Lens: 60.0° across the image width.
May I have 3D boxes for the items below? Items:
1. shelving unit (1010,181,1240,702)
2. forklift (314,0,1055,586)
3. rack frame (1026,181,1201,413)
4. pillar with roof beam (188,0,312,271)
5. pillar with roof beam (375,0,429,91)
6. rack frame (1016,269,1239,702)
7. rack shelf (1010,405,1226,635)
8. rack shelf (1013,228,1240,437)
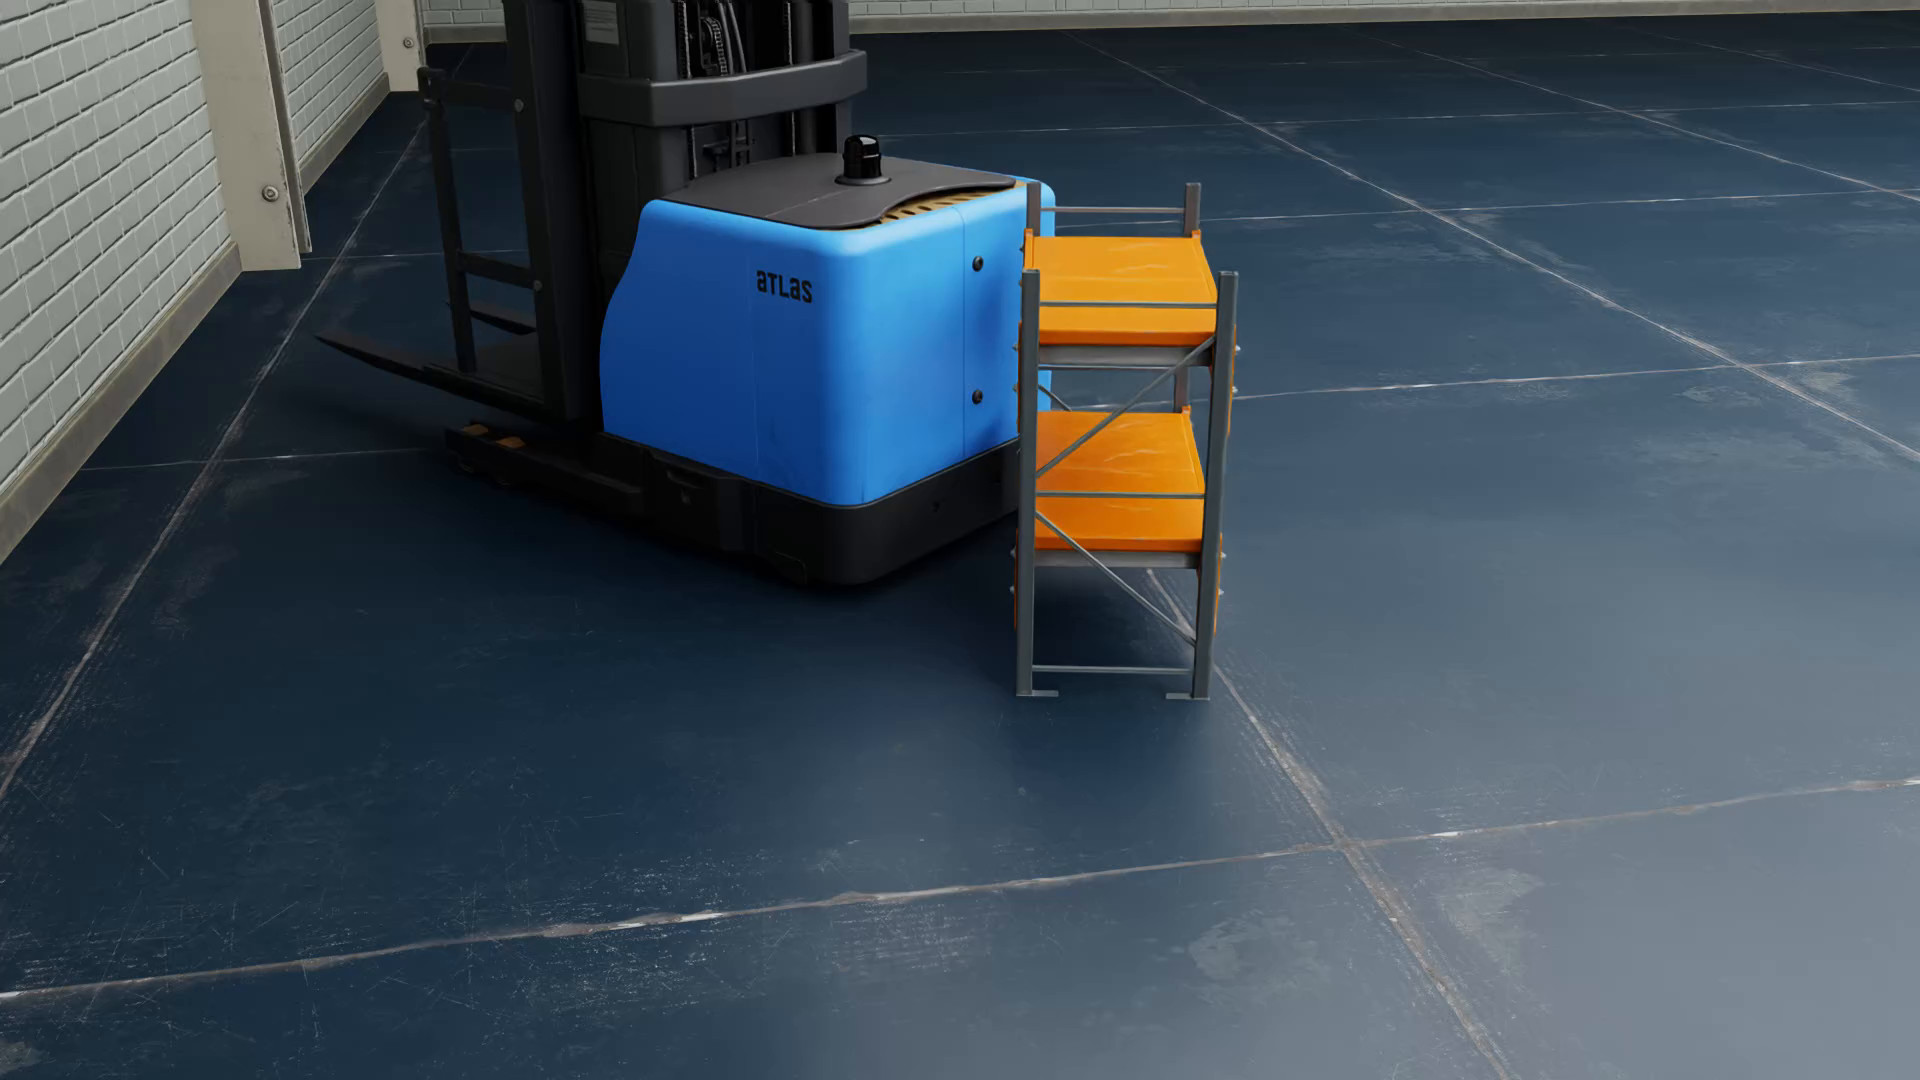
[{"bbox_3d":[0.419,-0.312,4.558,0.538,1.125,1.048,1,24,2],"label":"shelving unit"},{"bbox_3d":[-1.158,-1.674,5.422,3.031,2.935,1.130,18,29,35],"label":"forklift"},{"bbox_3d":[0.443,-0.515,5.023,0.500,1.125,0.032,1,24,2],"label":"rack frame"},{"bbox_3d":[0.712,-5.877,7.464,9.100,9.000,0.400,-4,24,-10],"label":"pillar with roof beam"},{"bbox_3d":[-0.398,-8.237,12.867,9.100,9.000,0.400,-4,24,-10],"label":"pillar with roof beam"},{"bbox_3d":[0.395,-0.108,4.093,0.500,1.125,0.032,1,24,2],"label":"rack frame"},{"bbox_3d":[0.419,-0.088,4.656,0.538,0.278,1.000,1,24,2],"label":"rack shelf"},{"bbox_3d":[0.419,-0.580,4.441,0.538,0.278,1.000,1,24,2],"label":"rack shelf"}]
